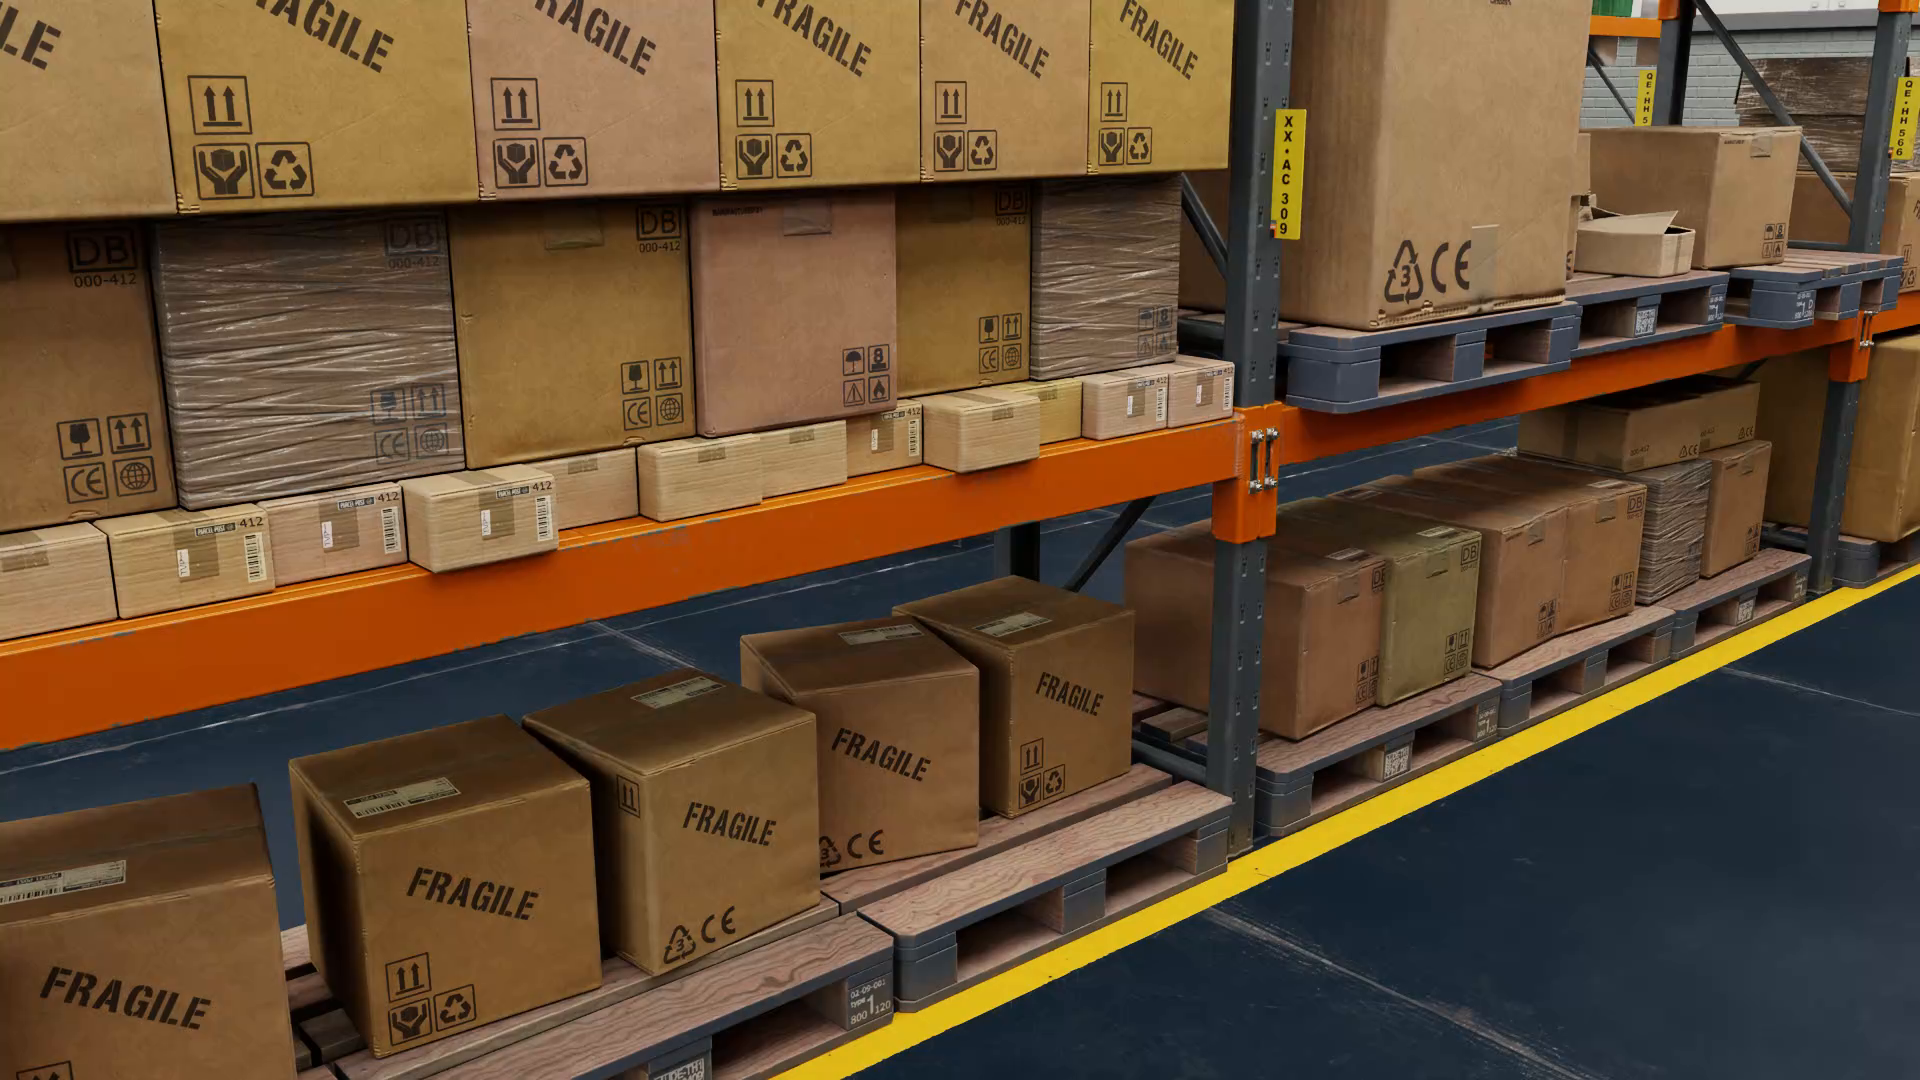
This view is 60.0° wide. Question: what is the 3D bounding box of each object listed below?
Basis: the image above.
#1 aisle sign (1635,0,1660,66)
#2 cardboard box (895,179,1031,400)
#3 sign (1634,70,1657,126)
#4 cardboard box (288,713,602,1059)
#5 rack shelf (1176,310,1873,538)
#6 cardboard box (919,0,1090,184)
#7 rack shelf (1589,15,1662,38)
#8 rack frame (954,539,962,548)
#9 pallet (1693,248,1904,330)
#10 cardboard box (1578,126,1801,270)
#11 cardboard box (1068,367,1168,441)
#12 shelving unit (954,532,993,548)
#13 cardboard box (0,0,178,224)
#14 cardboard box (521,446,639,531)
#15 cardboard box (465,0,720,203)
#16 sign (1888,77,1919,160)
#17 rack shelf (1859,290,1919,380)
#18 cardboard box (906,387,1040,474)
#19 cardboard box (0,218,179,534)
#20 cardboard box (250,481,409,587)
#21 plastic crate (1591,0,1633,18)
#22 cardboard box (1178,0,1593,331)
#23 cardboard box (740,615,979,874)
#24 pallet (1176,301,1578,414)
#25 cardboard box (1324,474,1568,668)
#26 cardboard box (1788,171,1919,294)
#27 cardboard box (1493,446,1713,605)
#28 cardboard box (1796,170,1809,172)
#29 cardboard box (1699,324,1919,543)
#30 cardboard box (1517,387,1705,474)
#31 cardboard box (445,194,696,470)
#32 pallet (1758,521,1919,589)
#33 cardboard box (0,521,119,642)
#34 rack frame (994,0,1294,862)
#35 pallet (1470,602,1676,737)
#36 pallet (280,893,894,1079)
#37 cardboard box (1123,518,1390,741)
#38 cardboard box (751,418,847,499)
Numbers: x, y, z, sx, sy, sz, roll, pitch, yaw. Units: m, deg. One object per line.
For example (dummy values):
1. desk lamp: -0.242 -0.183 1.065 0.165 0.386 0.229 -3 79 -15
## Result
1. aisle sign: 6.528 -4.836 15.507 0.004 0.787 0.394 -13 19 -39
2. cardboard box: -0.300 -0.678 4.207 0.500 0.500 0.875 -13 19 -39
3. sign: 3.131 -1.973 7.579 0.005 0.325 0.100 -13 19 -39
4. cardboard box: -1.142 0.741 3.692 0.500 0.500 0.500 -10 18 -34
5. rack shelf: 1.989 -0.620 6.151 4.000 0.370 1.077 -13 19 -39
6. cardboard box: -0.055 -1.089 3.805 0.500 0.500 0.500 -13 19 -39
7. rack shelf: 4.773 -4.388 14.447 4.000 0.370 1.077 -13 19 -39
8. rack frame: -0.071 -0.419 8.075 0.006 0.900 0.240 -13 19 -39
9. pallet: 3.030 -1.072 6.822 1.003 0.211 1.213 -13 19 -39
10. cardboard box: 2.761 -1.344 6.461 0.500 0.500 0.700 -9 18 -31
11. cardboard box: 0.316 -0.373 4.320 0.250 0.149 0.380 -13 19 -39
12. shelving unit: 0.006 -0.436 8.139 0.210 0.900 0.258 -13 19 -39
13. cardboard box: -1.561 -0.749 2.535 0.500 0.500 0.500 -13 19 -39
14. cardboard box: -0.869 -0.135 3.428 0.250 0.149 0.380 -13 19 -39
15. cardboard box: -0.812 -0.920 3.174 0.500 0.500 0.500 -13 19 -39
16. sign: 3.861 -1.723 6.798 0.005 0.325 0.100 -13 19 -39
17. rack shelf: 5.007 -1.297 8.688 4.000 0.370 1.077 -13 19 -39
18. cardboard box: -0.027 -0.278 3.965 0.250 0.149 0.380 -13 19 -39
19. cardboard box: -1.806 -0.339 2.935 0.500 0.500 0.875 -13 19 -39
20. cardboard box: -1.227 -0.044 3.090 0.250 0.149 0.380 -13 19 -39
21. plastic crate: 5.725 -4.750 14.817 0.336 0.188 0.450 -13 19 -39
22. cardboard box: 1.172 -1.228 5.060 1.000 1.000 1.000 -12 19 -39
23. cardboard box: -0.275 0.535 4.465 0.500 0.500 0.500 -6 16 -22
24. pallet: 1.153 -0.637 5.193 1.213 0.211 1.003 -13 19 -39
25. cardboard box: 1.752 0.095 6.073 0.700 0.500 0.500 14 20 42
26. cardboard box: 4.043 -1.384 7.423 0.500 0.500 0.500 -12 19 -38
27. cardboard box: 2.596 -0.097 6.792 0.700 0.500 0.500 14 20 42
28. cardboard box: 3.708 -1.486 7.807 0.500 0.500 0.500 -12 19 -38
29. cardboard box: 4.032 -0.595 7.969 0.875 0.875 1.225 -14 20 -42
30. cardboard box: 2.619 -0.462 6.705 0.500 0.250 0.500 -10 18 -33
31. cardboard box: -1.015 -0.497 3.529 0.500 0.500 0.875 -13 19 -39
32. pallet: 4.142 -0.078 8.131 1.213 0.211 1.003 -13 19 -39
33. cardboard box: -1.591 0.044 2.758 0.250 0.149 0.380 -13 19 -39
34. rack frame: 0.481 -0.628 4.790 0.127 3.000 1.000 -13 19 -39
35. pallet: 1.988 0.379 6.422 1.213 0.211 1.003 -13 19 -39
36. pallet: -0.924 1.047 3.920 1.213 0.211 1.003 -13 19 -39
37. cardboard box: 0.958 0.267 5.429 0.700 0.500 0.500 14 21 43
38. cardboard box: -0.464 -0.211 3.715 0.250 0.149 0.380 -13 19 -39
